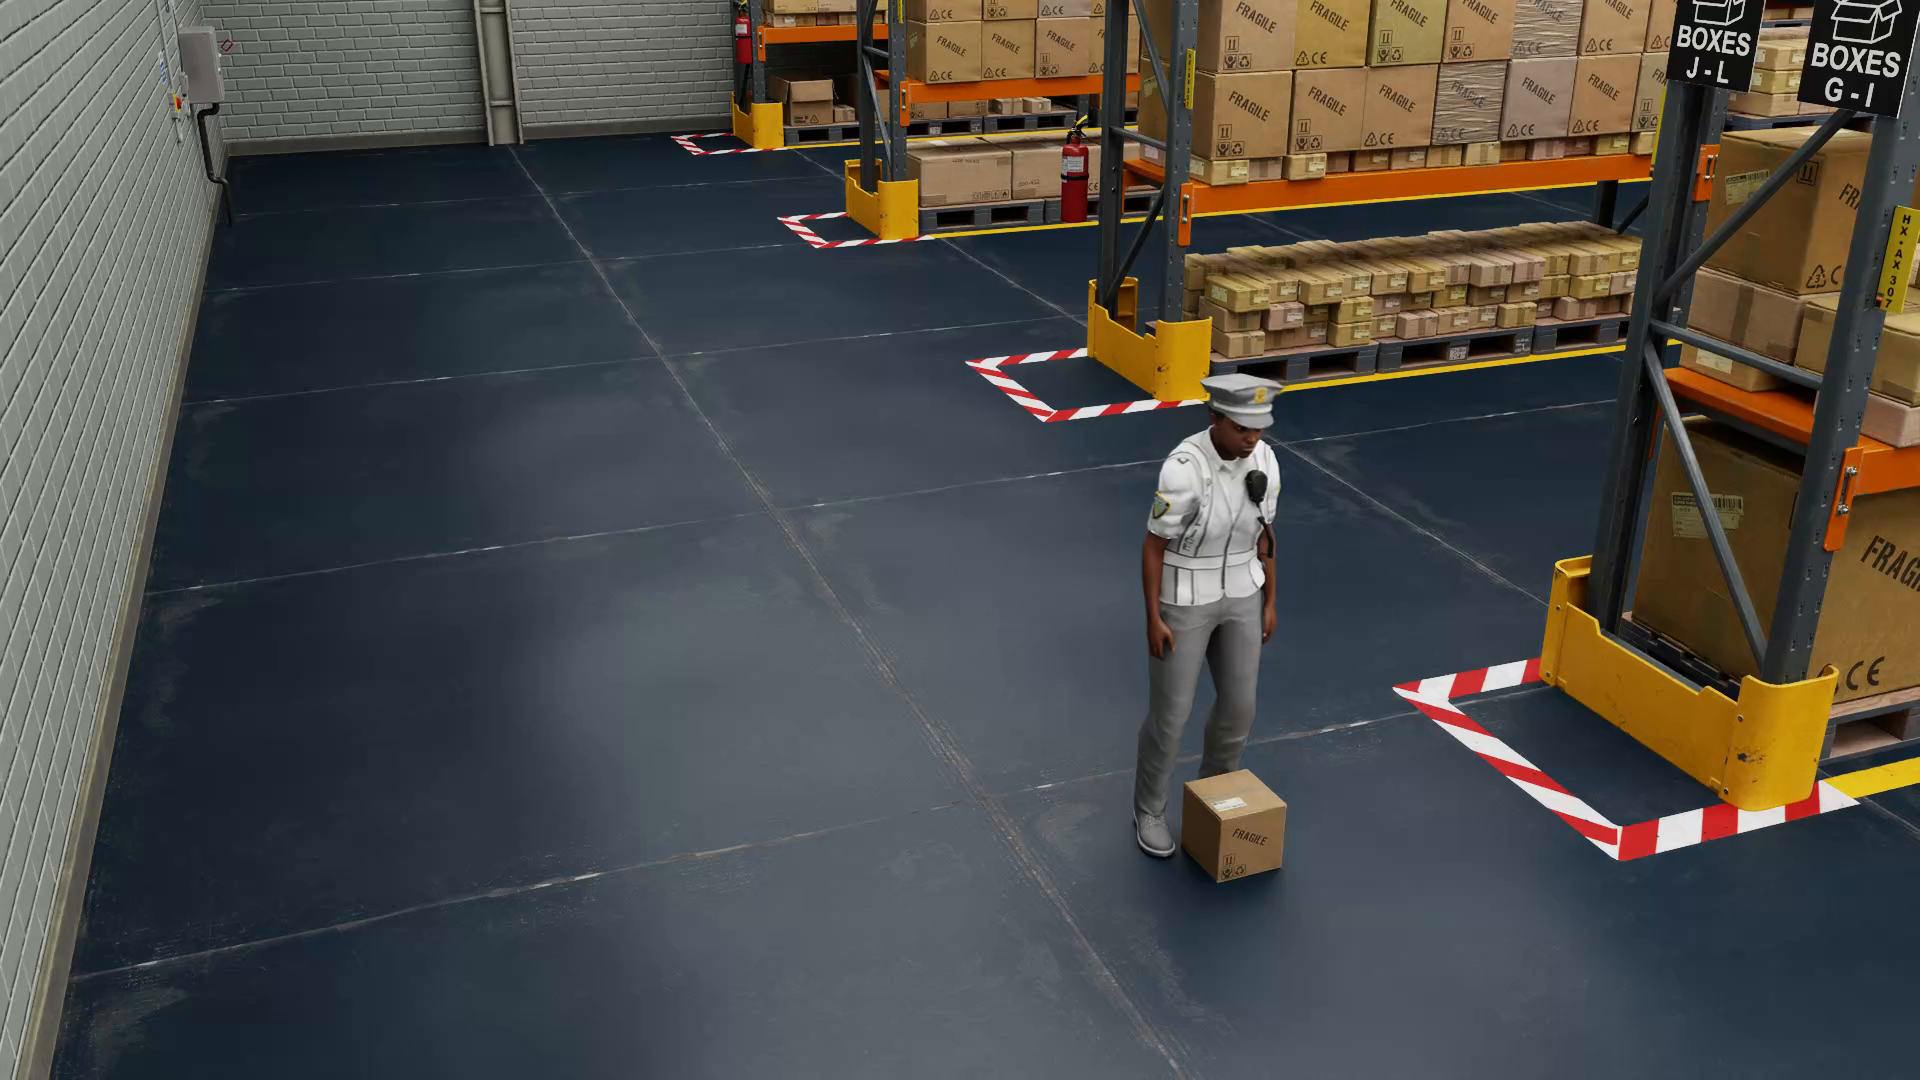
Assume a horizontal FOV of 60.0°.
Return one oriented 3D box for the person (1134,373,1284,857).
[{"bbox_3d":[0.828,0.232,5.540,0.509,1.658,0.397,-8,24,-19],"label":"person"}]
